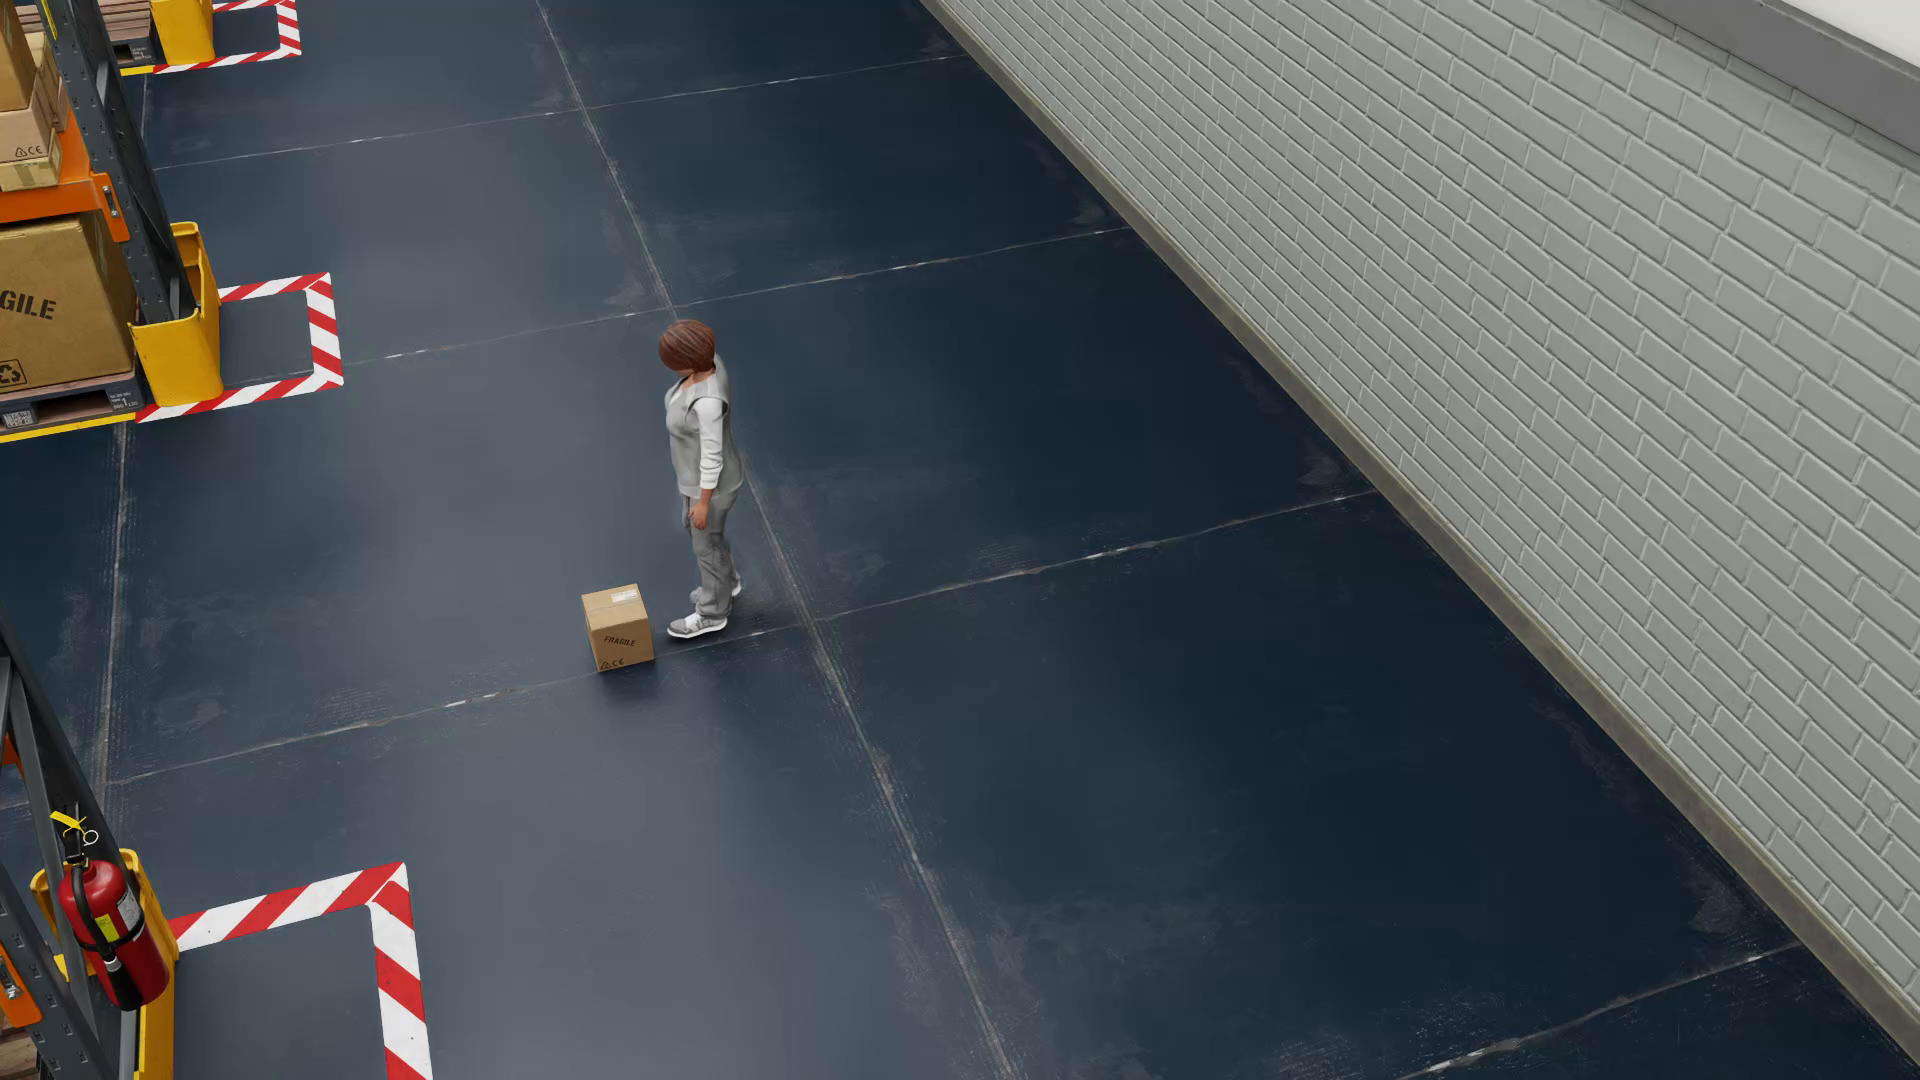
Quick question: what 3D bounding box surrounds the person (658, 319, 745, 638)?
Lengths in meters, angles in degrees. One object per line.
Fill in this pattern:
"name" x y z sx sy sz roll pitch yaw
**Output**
"person" -1.127 -0.236 7.101 0.413 1.620 0.481 -8 39 -10
